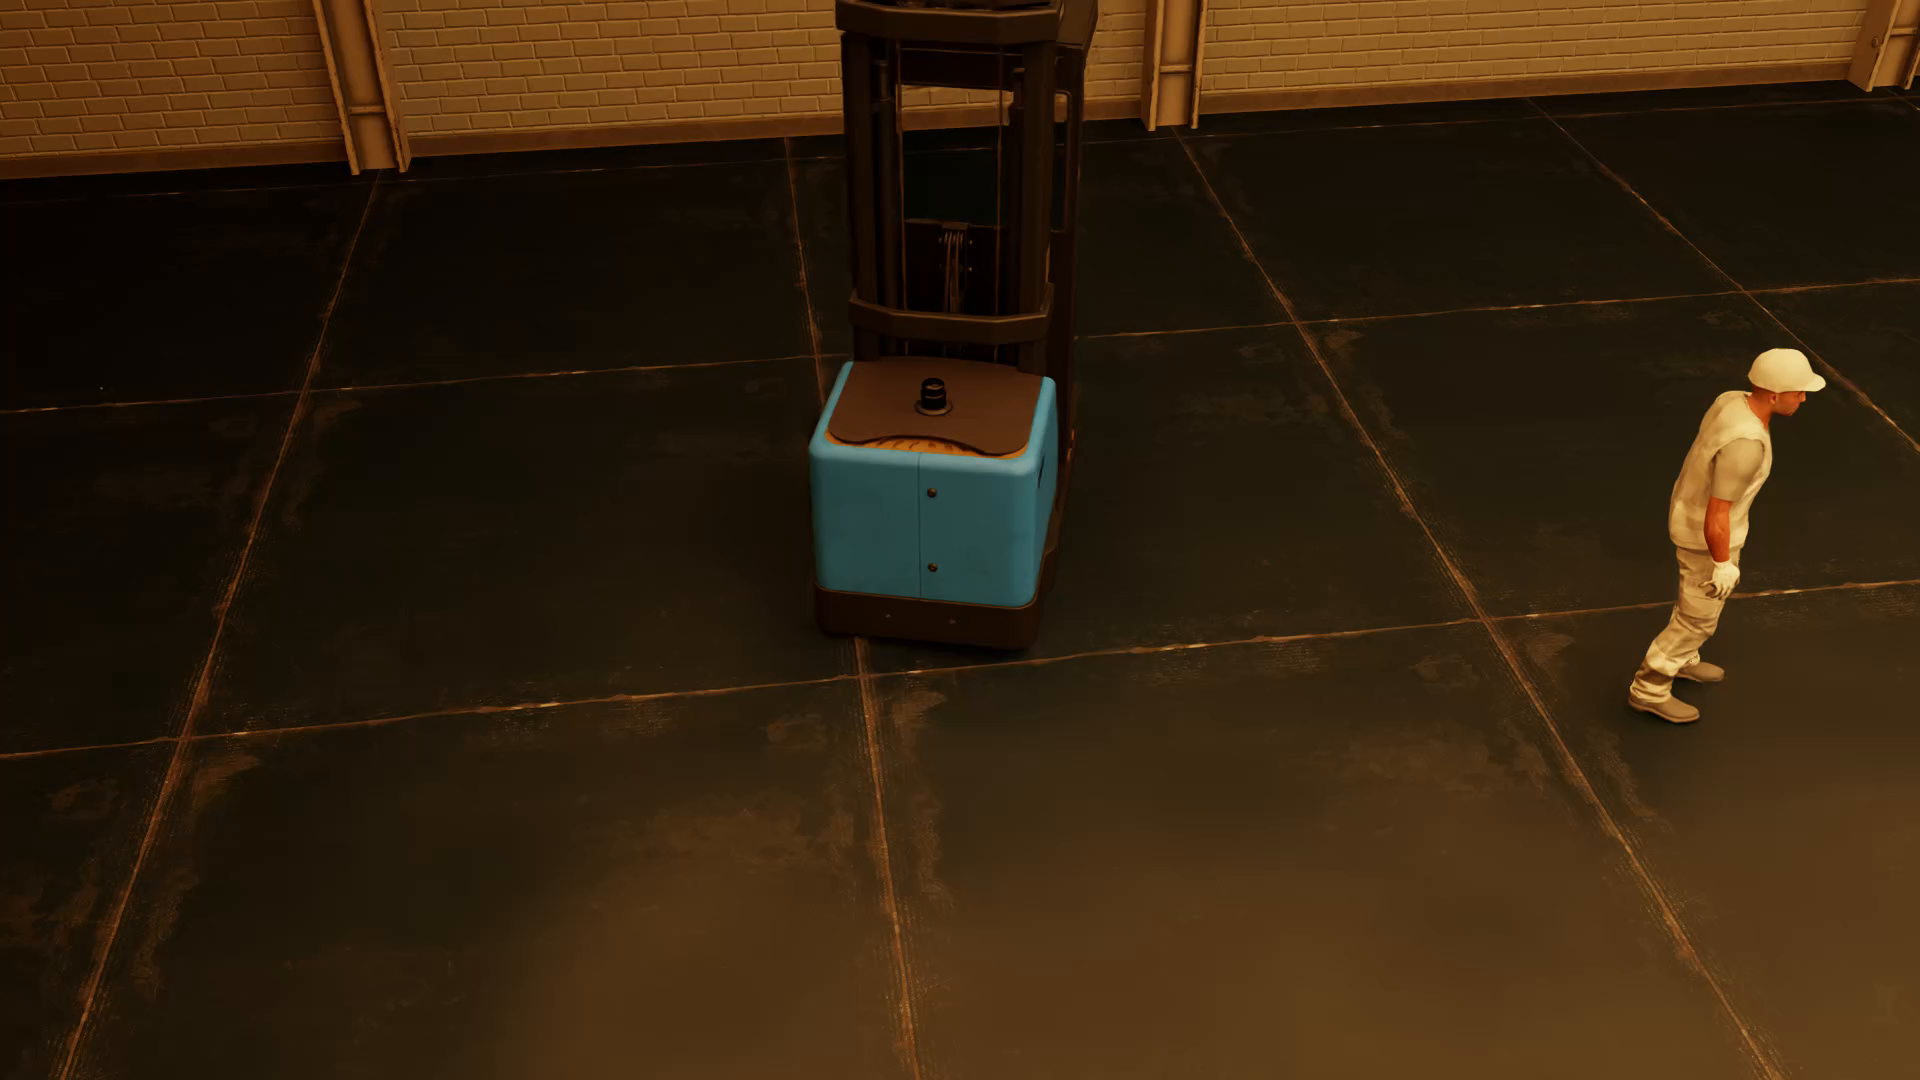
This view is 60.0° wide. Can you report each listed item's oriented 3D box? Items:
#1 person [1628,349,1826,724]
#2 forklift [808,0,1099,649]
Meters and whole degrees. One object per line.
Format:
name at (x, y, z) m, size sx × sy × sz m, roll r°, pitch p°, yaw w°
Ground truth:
person at (3.223, -0.013, 7.043) m, size 0.458 × 1.789 × 0.612 m, roll 13°, pitch 38°, yaw 17°
forklift at (0.051, -1.537, 8.149) m, size 1.130 × 2.935 × 3.031 m, roll 5°, pitch 36°, yaw 7°
